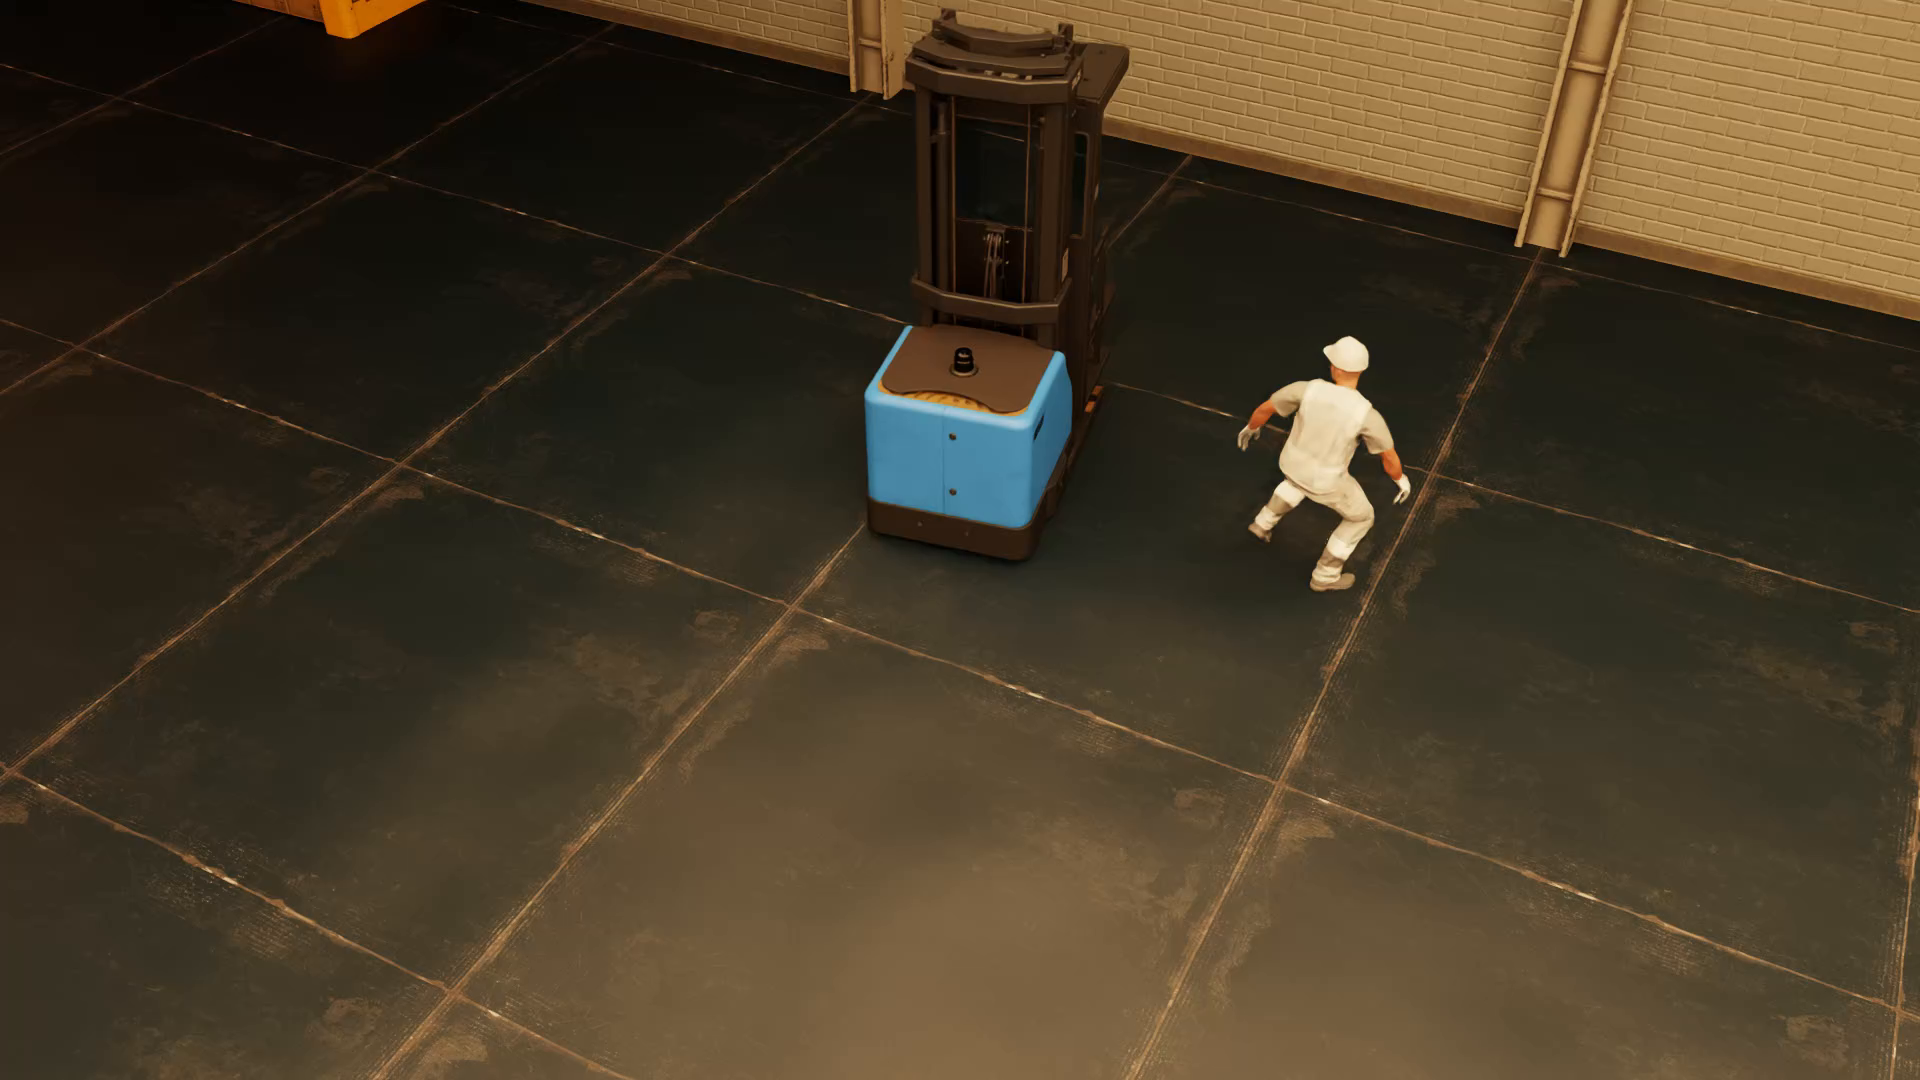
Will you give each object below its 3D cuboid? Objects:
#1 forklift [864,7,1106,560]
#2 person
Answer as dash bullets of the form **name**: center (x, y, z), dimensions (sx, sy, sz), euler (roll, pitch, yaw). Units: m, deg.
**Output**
- **forklift**: center (0.359, -1.959, 10.313), dimensions (1.130, 2.935, 3.031), euler (12, 41, 13)
- **person**: center (2.080, -0.480, 9.497), dimensions (0.559, 1.587, 0.908), euler (-30, 48, -31)
